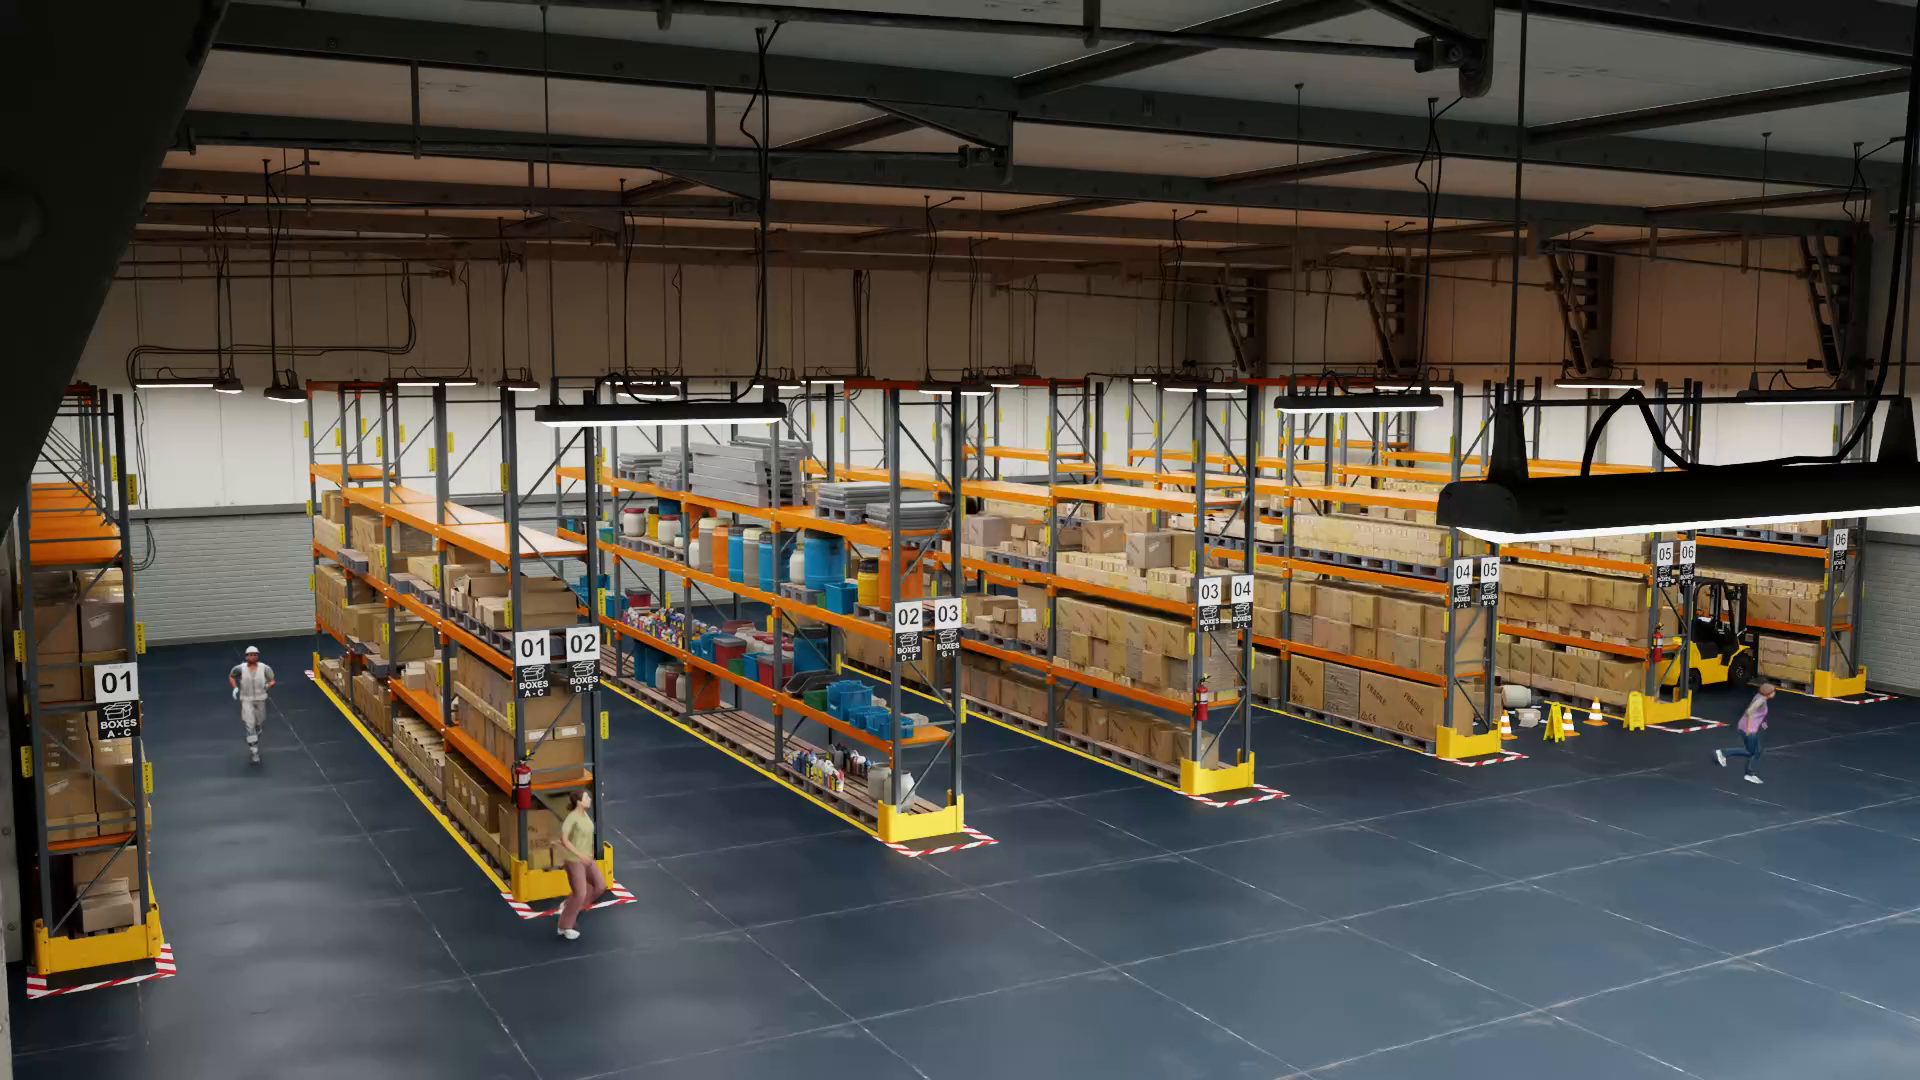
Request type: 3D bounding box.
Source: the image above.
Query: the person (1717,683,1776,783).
[{"bbox_3d":[11.932,2.919,25.266,0.770,1.528,0.536,2,6,20],"label":"person"}]

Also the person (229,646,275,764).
[{"bbox_3d":[-11.318,2.592,26.648,0.652,1.805,0.983,-4,7,-31],"label":"person"}]

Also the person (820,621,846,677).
[{"bbox_3d":[-2.396,1.862,31.797,0.561,1.631,0.562,-3,7,-28],"label":"person"}]

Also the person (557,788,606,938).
[{"bbox_3d":[-4.206,3.571,18.541,0.514,1.601,0.634,1,6,13],"label":"person"}]
